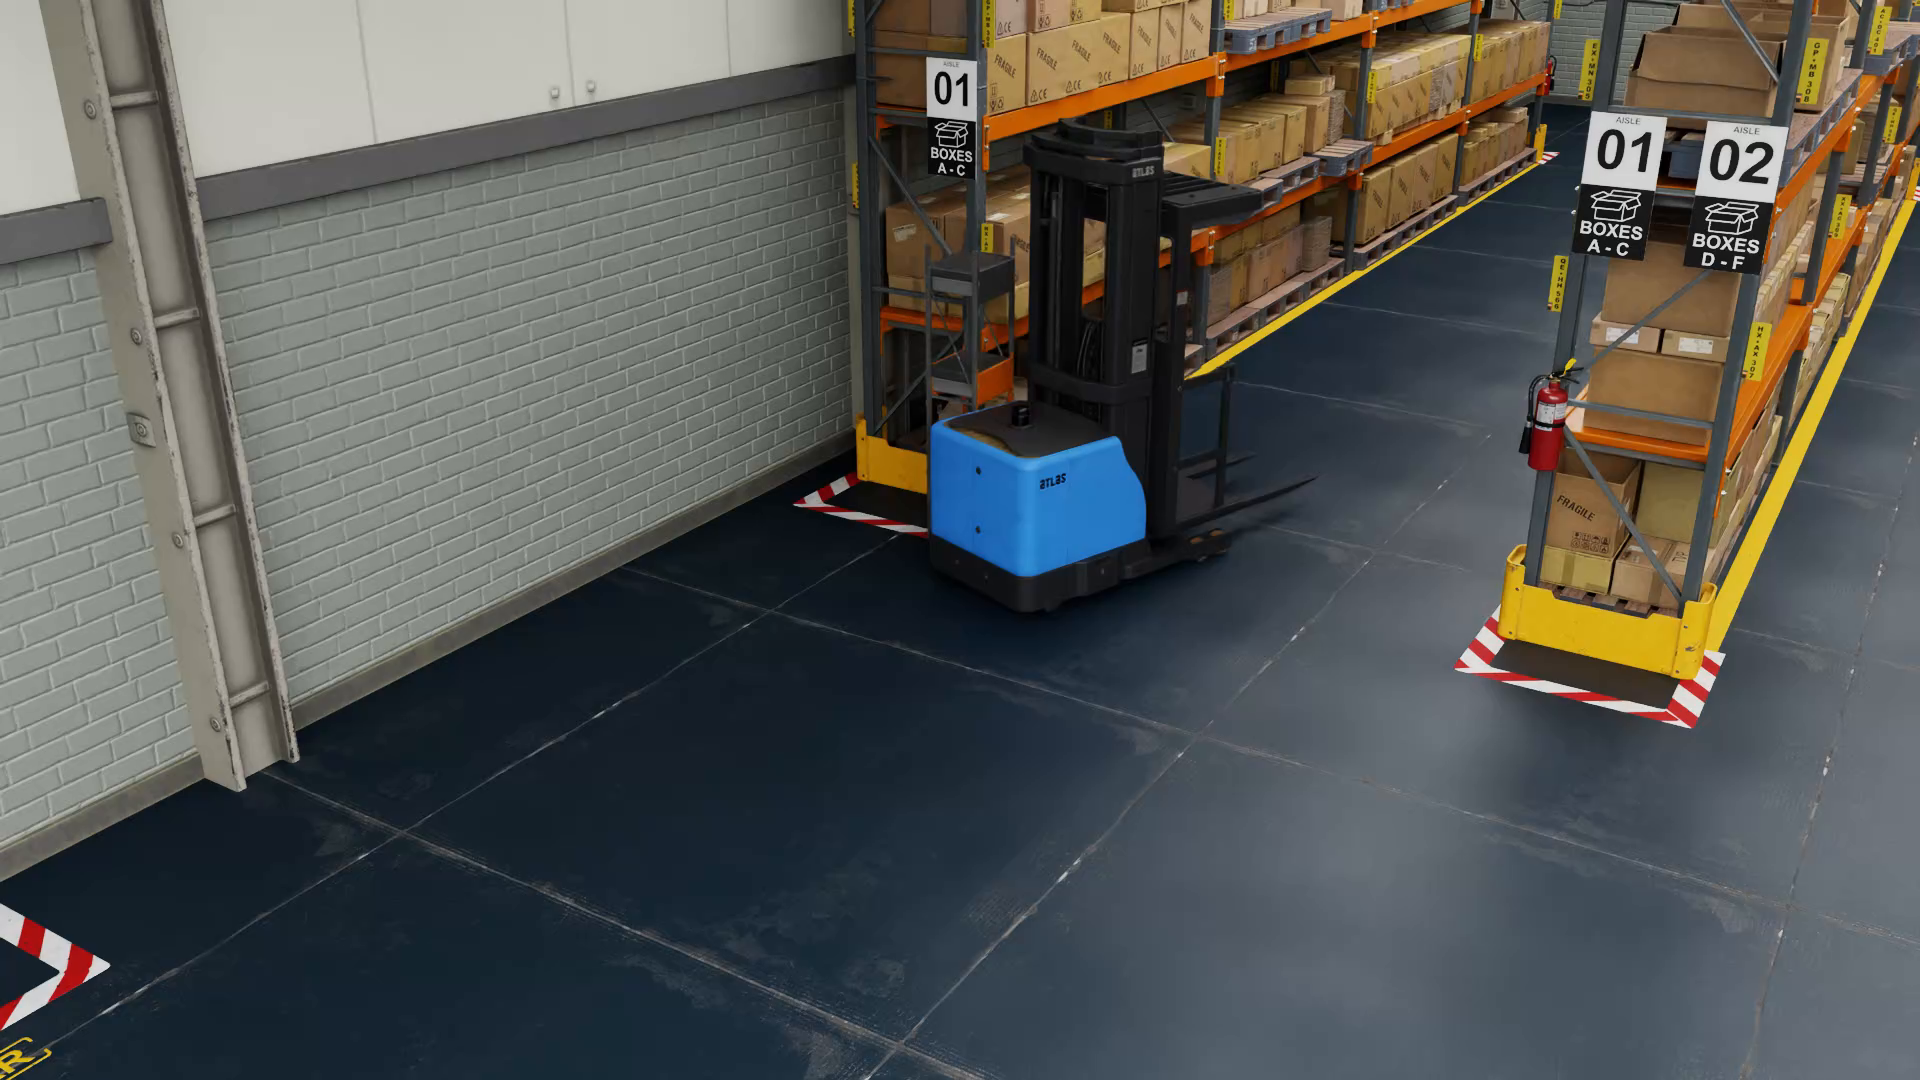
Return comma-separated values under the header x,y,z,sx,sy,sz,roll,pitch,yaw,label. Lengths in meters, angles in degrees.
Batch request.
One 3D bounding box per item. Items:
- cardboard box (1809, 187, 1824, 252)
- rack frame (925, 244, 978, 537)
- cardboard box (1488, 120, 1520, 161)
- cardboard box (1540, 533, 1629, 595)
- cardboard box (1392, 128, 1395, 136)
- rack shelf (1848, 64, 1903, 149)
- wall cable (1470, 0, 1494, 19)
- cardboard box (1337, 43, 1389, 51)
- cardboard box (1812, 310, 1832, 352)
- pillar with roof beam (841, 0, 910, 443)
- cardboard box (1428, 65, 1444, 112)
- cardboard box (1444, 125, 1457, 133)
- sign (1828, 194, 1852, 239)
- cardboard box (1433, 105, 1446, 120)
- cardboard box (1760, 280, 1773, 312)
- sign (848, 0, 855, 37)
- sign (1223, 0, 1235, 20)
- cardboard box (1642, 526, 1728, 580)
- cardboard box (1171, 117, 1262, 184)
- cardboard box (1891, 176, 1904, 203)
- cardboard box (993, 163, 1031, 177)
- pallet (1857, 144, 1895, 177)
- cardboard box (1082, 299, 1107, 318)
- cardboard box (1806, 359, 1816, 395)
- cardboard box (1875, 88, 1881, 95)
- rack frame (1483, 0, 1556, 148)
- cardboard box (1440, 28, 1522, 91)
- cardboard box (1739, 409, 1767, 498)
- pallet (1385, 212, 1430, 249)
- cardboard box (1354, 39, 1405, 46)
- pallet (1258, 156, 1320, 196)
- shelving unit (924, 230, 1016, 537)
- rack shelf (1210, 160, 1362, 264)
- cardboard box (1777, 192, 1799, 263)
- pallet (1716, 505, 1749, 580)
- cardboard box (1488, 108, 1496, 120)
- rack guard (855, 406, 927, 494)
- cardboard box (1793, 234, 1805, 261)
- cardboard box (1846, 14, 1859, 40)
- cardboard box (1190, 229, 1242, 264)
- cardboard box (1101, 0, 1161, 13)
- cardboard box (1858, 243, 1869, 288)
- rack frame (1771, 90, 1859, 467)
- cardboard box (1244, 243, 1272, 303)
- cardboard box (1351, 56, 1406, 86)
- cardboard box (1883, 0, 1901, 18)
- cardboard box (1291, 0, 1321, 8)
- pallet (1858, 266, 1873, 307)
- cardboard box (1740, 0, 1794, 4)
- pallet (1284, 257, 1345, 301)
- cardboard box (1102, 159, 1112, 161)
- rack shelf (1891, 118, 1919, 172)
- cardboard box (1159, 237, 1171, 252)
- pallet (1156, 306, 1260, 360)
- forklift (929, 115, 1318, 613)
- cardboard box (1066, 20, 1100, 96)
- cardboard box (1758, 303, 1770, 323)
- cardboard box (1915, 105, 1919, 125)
x,y,z,sx,sy,sz,roll,pitch,yaw,label
7.007,-2.726,14.145,0.500,0.500,0.500,14,27,29,cardboard box
-0.058,-0.949,11.298,0.400,2.100,0.015,14,27,29,rack frame
7.617,-5.784,23.952,0.700,0.500,0.500,14,27,29,cardboard box
3.968,0.099,10.678,0.500,0.250,0.500,14,27,29,cardboard box
4.826,-4.776,19.298,0.380,0.149,0.250,15,27,30,cardboard box
7.101,-3.799,13.879,1.077,0.370,4.000,14,27,29,rack shelf
8.037,-8.261,25.778,0.084,1.984,1.851,14,27,29,wall cable
4.782,-5.726,19.731,0.500,0.250,0.500,13,27,28,cardboard box
7.285,-1.872,14.525,0.500,0.311,0.500,15,27,30,cardboard box
3.017,-4.033,9.738,9.100,9.000,0.400,14,27,29,pillar with roof beam
5.493,-5.455,20.050,0.500,0.500,0.500,14,27,29,cardboard box
6.706,-5.648,22.823,0.380,0.149,0.250,13,27,27,cardboard box
6.518,-2.395,12.317,0.100,0.325,0.005,14,27,29,sign
5.740,-5.265,20.427,0.380,0.149,0.250,14,27,29,cardboard box
5.003,-1.593,10.712,0.380,0.149,0.250,13,27,28,cardboard box
-0.736,-3.670,11.562,0.100,0.325,0.005,14,27,29,sign
2.300,-4.617,14.212,0.100,0.325,0.005,14,27,29,sign
4.668,0.038,10.819,0.500,0.250,0.500,14,27,29,cardboard box
2.434,-3.714,15.873,0.700,0.500,0.500,17,29,34,cardboard box
11.771,-4.518,21.318,0.500,0.250,0.500,14,27,29,cardboard box
0.602,-2.765,13.582,0.500,0.500,0.500,14,27,30,cardboard box
9.178,-3.997,17.448,1.003,0.211,1.213,14,27,29,pallet
1.322,-1.810,14.748,0.500,0.500,0.500,12,26,25,cardboard box
7.011,-1.440,14.233,0.500,0.250,0.500,13,27,27,cardboard box
9.517,-4.658,18.079,0.700,0.500,0.500,19,30,37,cardboard box
8.165,-7.164,24.523,1.000,3.000,0.127,14,27,29,rack frame
7.120,-6.624,22.899,0.980,0.700,0.700,12,26,26,cardboard box
5.201,-0.642,11.447,0.500,0.500,0.500,14,27,29,cardboard box
5.069,-3.845,20.366,1.003,0.211,1.213,14,27,29,pallet
5.061,-5.901,20.136,0.500,0.250,0.500,13,27,27,cardboard box
2.936,-3.699,16.761,1.003,0.211,1.213,14,27,29,pallet
0.070,-1.031,11.489,0.431,2.100,0.503,14,27,29,shelving unit
2.890,-3.459,16.870,1.077,0.370,4.000,14,27,29,rack shelf
5.287,-2.228,11.361,0.700,0.500,0.500,14,27,29,cardboard box
4.948,-0.125,11.772,1.003,0.211,1.213,14,27,29,pallet
7.510,-6.163,24.012,0.380,0.149,0.250,14,27,29,cardboard box
-0.235,-0.643,12.605,1.175,0.500,0.348,14,27,29,rack guard
5.816,-2.112,11.911,0.380,0.149,0.250,13,27,27,cardboard box
7.106,-4.210,13.584,0.500,0.250,0.500,11,26,25,cardboard box
2.439,-2.914,16.355,0.500,0.250,0.500,13,27,28,cardboard box
1.255,-4.413,12.983,0.500,0.500,0.500,13,27,27,cardboard box
8.910,-2.754,16.928,0.500,0.500,0.500,13,27,27,cardboard box
6.046,-2.077,12.773,1.000,3.000,0.127,14,27,29,rack frame
2.743,-2.769,16.964,0.700,0.500,0.500,14,27,30,cardboard box
4.687,-5.281,18.703,0.500,0.250,0.500,13,27,28,cardboard box
8.357,-5.004,15.632,0.910,0.500,0.500,14,27,29,cardboard box
3.183,-5.479,16.700,0.797,0.503,0.637,18,29,36,cardboard box
9.226,-2.802,17.956,1.003,0.211,1.213,14,27,29,pallet
5.556,-3.642,11.781,0.500,0.500,0.500,16,28,33,cardboard box
3.532,-2.921,18.232,1.003,0.211,1.213,14,27,29,pallet
1.315,-2.837,13.747,0.500,0.500,0.500,13,27,27,cardboard box
11.321,-5.122,20.712,1.077,0.370,4.000,14,27,29,rack shelf
1.573,-2.665,14.293,0.500,0.250,0.500,14,27,29,cardboard box
2.245,-2.097,16.329,1.003,0.211,1.213,14,27,29,pallet
1.258,-1.343,11.163,3.031,2.935,1.130,-18,29,-35,forklift
0.698,-3.606,12.377,0.500,0.500,0.500,15,28,31,cardboard box
5.007,-1.451,11.200,0.700,0.500,0.500,15,27,31,cardboard box
11.299,-5.280,20.045,0.500,0.500,0.500,14,27,29,cardboard box
